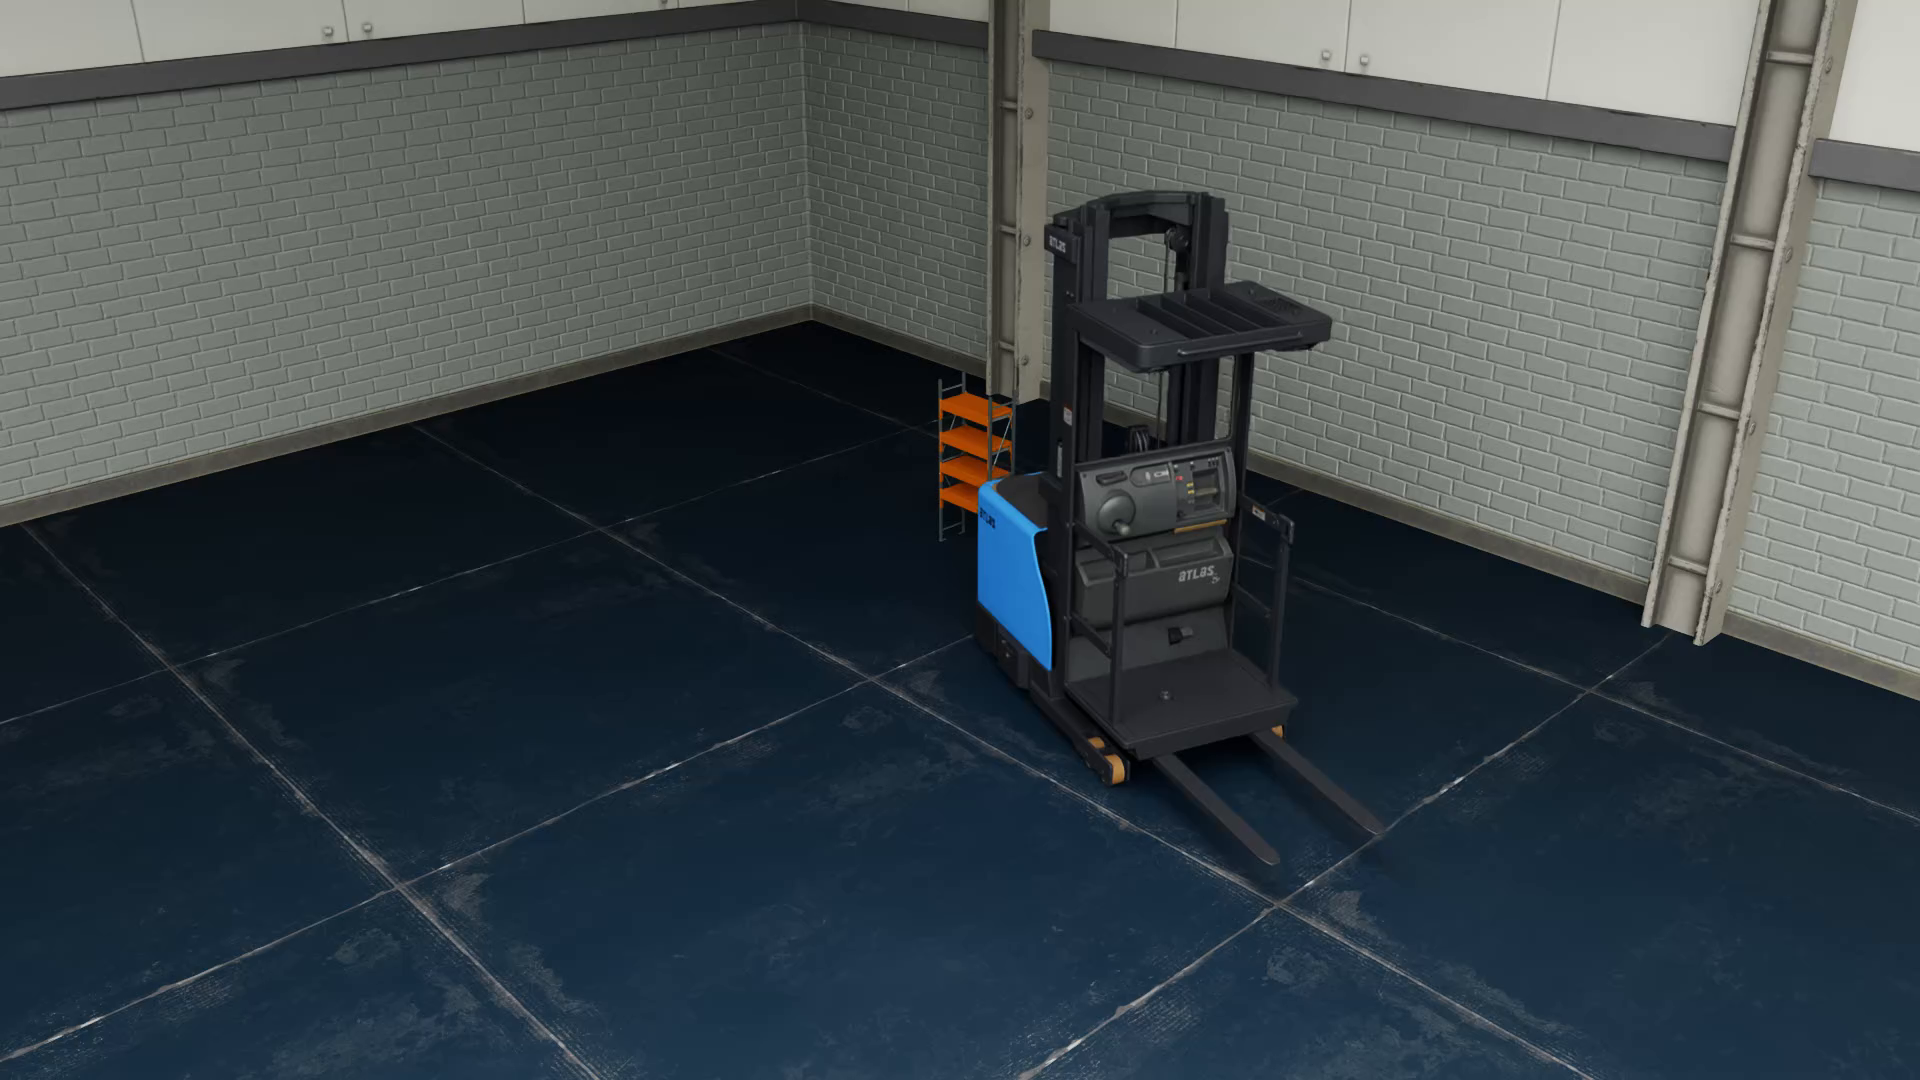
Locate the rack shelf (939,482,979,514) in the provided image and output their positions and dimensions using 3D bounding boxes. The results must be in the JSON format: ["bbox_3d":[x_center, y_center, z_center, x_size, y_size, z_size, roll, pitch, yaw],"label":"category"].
[{"bbox_3d":[0.113,-0.254,11.501,0.258,0.148,0.480,-21,32,-38],"label":"rack shelf"}]

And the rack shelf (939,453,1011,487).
[{"bbox_3d":[0.113,-0.435,11.419,0.258,0.148,0.480,-21,32,-38],"label":"rack shelf"}]

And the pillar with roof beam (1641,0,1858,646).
[{"bbox_3d":[1.428,-2.318,5.989,9.100,9.000,0.400,-21,32,-38],"label":"pillar with roof beam"}]

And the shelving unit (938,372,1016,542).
[{"bbox_3d":[0.113,-0.496,11.391,0.258,1.200,0.503,-21,32,-38],"label":"shelving unit"}]

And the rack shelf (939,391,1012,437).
[{"bbox_3d":[0.113,-0.853,11.228,0.258,0.148,0.480,-21,32,-38],"label":"rack shelf"}]

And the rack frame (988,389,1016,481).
[{"bbox_3d":[0.280,-0.422,11.229,0.240,1.200,0.015,-21,32,-38],"label":"rack frame"}]

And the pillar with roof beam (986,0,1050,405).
[{"bbox_3d":[-2.673,-4.136,9.973,9.100,9.000,0.400,-21,32,-38],"label":"pillar with roof beam"}]

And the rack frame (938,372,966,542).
[{"bbox_3d":[-0.054,-0.570,11.553,0.240,1.200,0.015,-21,32,-38],"label":"rack frame"}]

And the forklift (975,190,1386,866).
[{"bbox_3d":[1.153,-0.227,8.715,1.130,2.935,3.031,-11,27,-22],"label":"forklift"}]

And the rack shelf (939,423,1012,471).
[{"bbox_3d":[0.113,-0.638,11.326,0.258,0.148,0.480,-21,32,-38],"label":"rack shelf"}]
